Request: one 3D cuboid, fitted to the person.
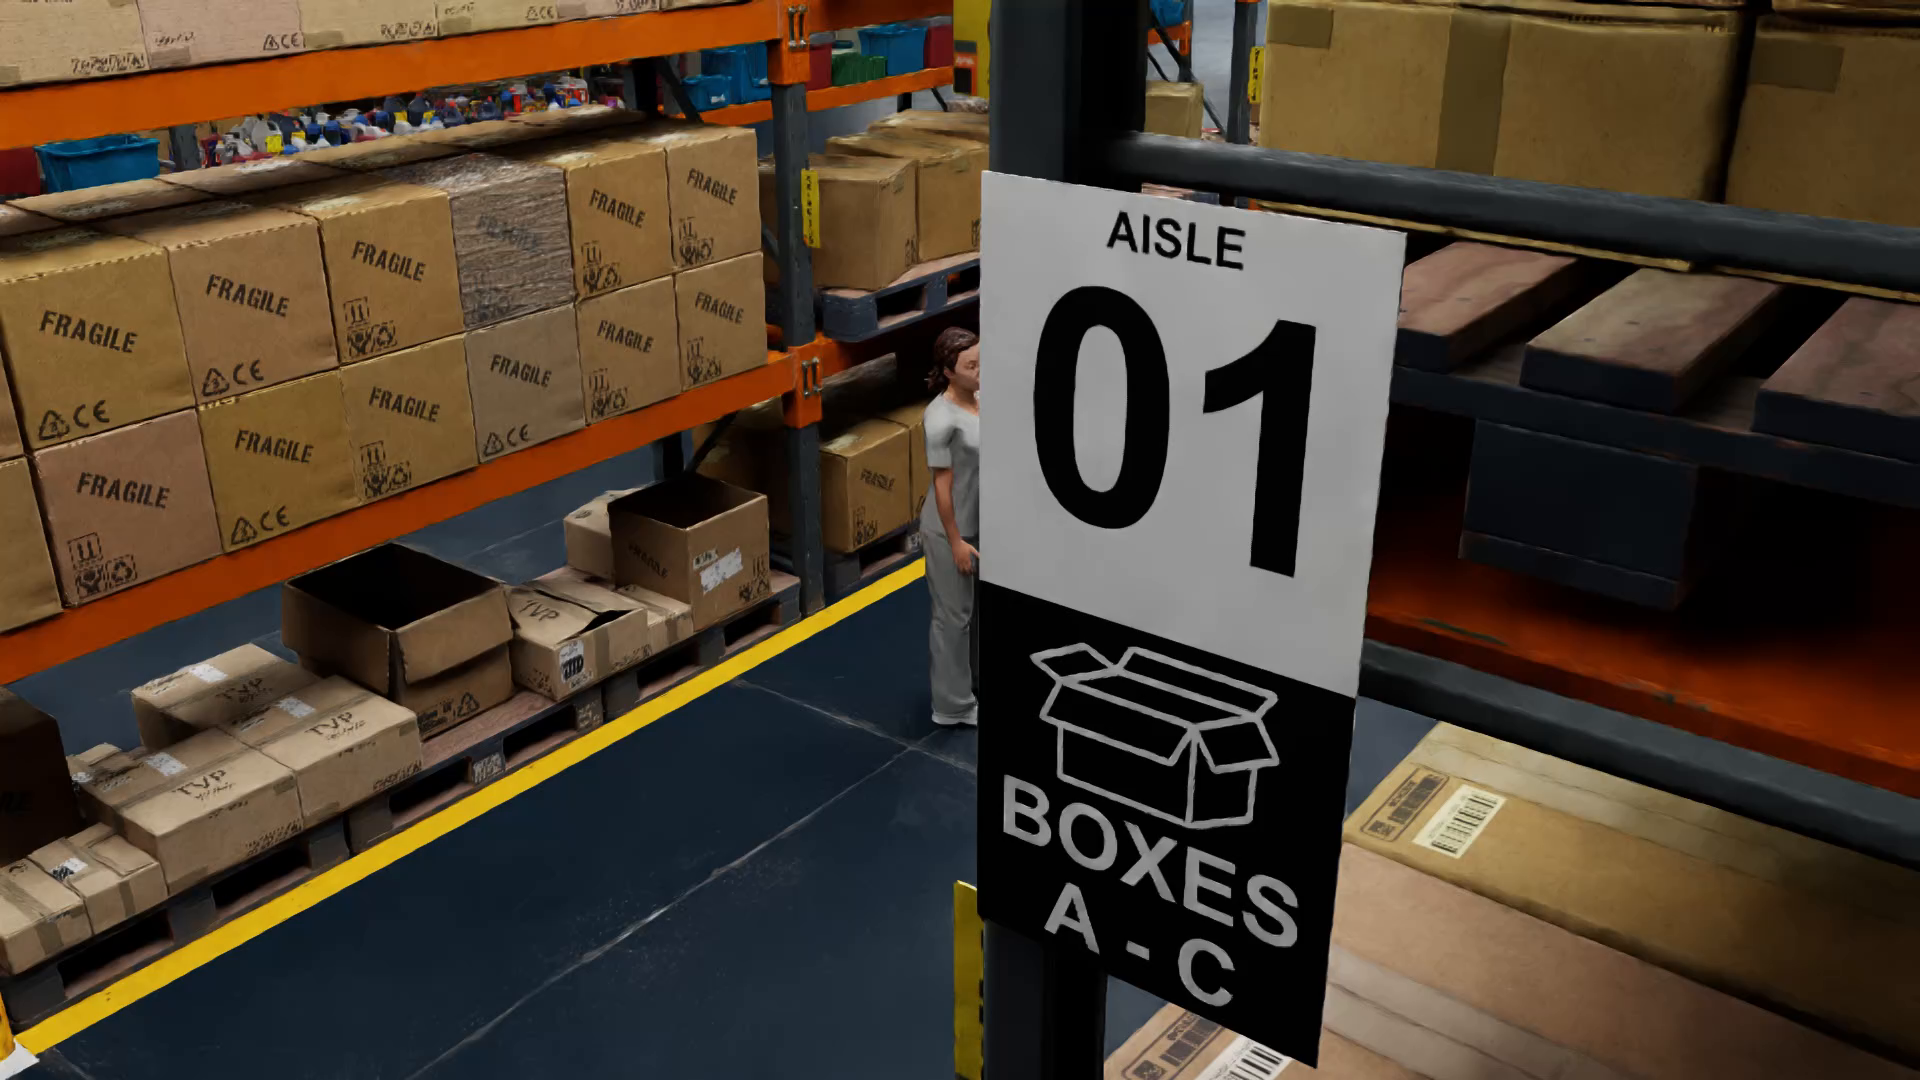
[{"bbox_3d":[0.040,-0.053,6.695,0.370,1.669,0.478,14,27,28],"label":"person"}]
